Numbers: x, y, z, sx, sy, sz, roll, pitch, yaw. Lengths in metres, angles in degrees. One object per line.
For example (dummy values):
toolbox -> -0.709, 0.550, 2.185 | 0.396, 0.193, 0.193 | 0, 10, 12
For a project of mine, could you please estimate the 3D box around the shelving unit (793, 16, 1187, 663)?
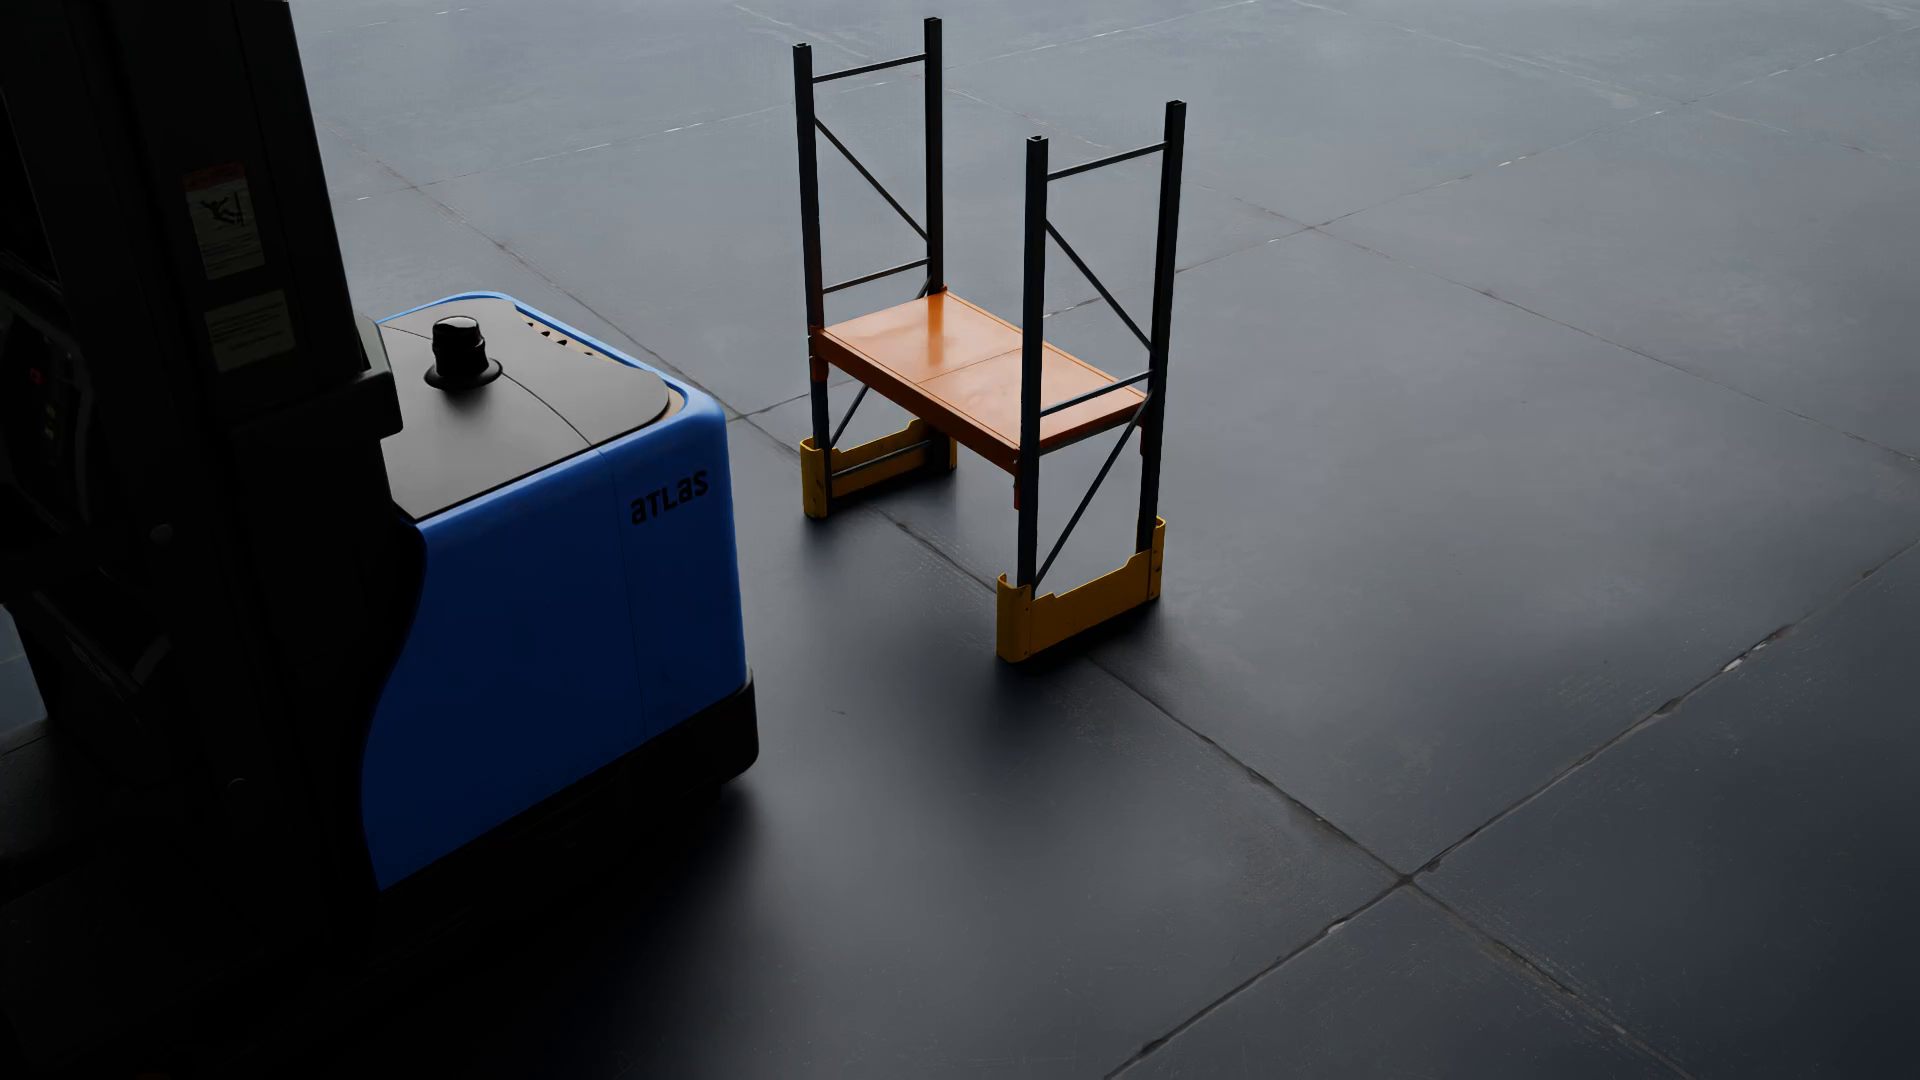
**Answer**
shelving unit -> 0.047, -0.605, 4.803 | 0.587, 1.500, 1.083 | -22, 38, -31

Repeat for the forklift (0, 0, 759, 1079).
forklift -> -1.896, -0.258, 2.887 | 1.130, 2.935, 3.031 | 27, 41, 36

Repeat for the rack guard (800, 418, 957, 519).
rack guard -> -0.259, -0.282, 5.467 | 0.587, 0.250, 0.087 | -22, 38, -31

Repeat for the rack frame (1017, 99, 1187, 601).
rack frame -> 0.364, -0.390, 4.456 | 0.500, 1.500, 0.032 | -22, 38, -31

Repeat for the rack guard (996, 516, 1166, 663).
rack guard -> 0.352, 0.133, 4.799 | 0.587, 0.250, 0.087 | -22, 38, -31

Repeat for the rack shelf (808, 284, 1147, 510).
rack shelf -> 0.052, -0.449, 4.892 | 0.538, 0.185, 1.000 | -22, 38, -31

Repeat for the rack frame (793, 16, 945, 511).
rack frame -> -0.259, -0.813, 5.138 | 0.500, 1.500, 0.032 | -22, 38, -31
